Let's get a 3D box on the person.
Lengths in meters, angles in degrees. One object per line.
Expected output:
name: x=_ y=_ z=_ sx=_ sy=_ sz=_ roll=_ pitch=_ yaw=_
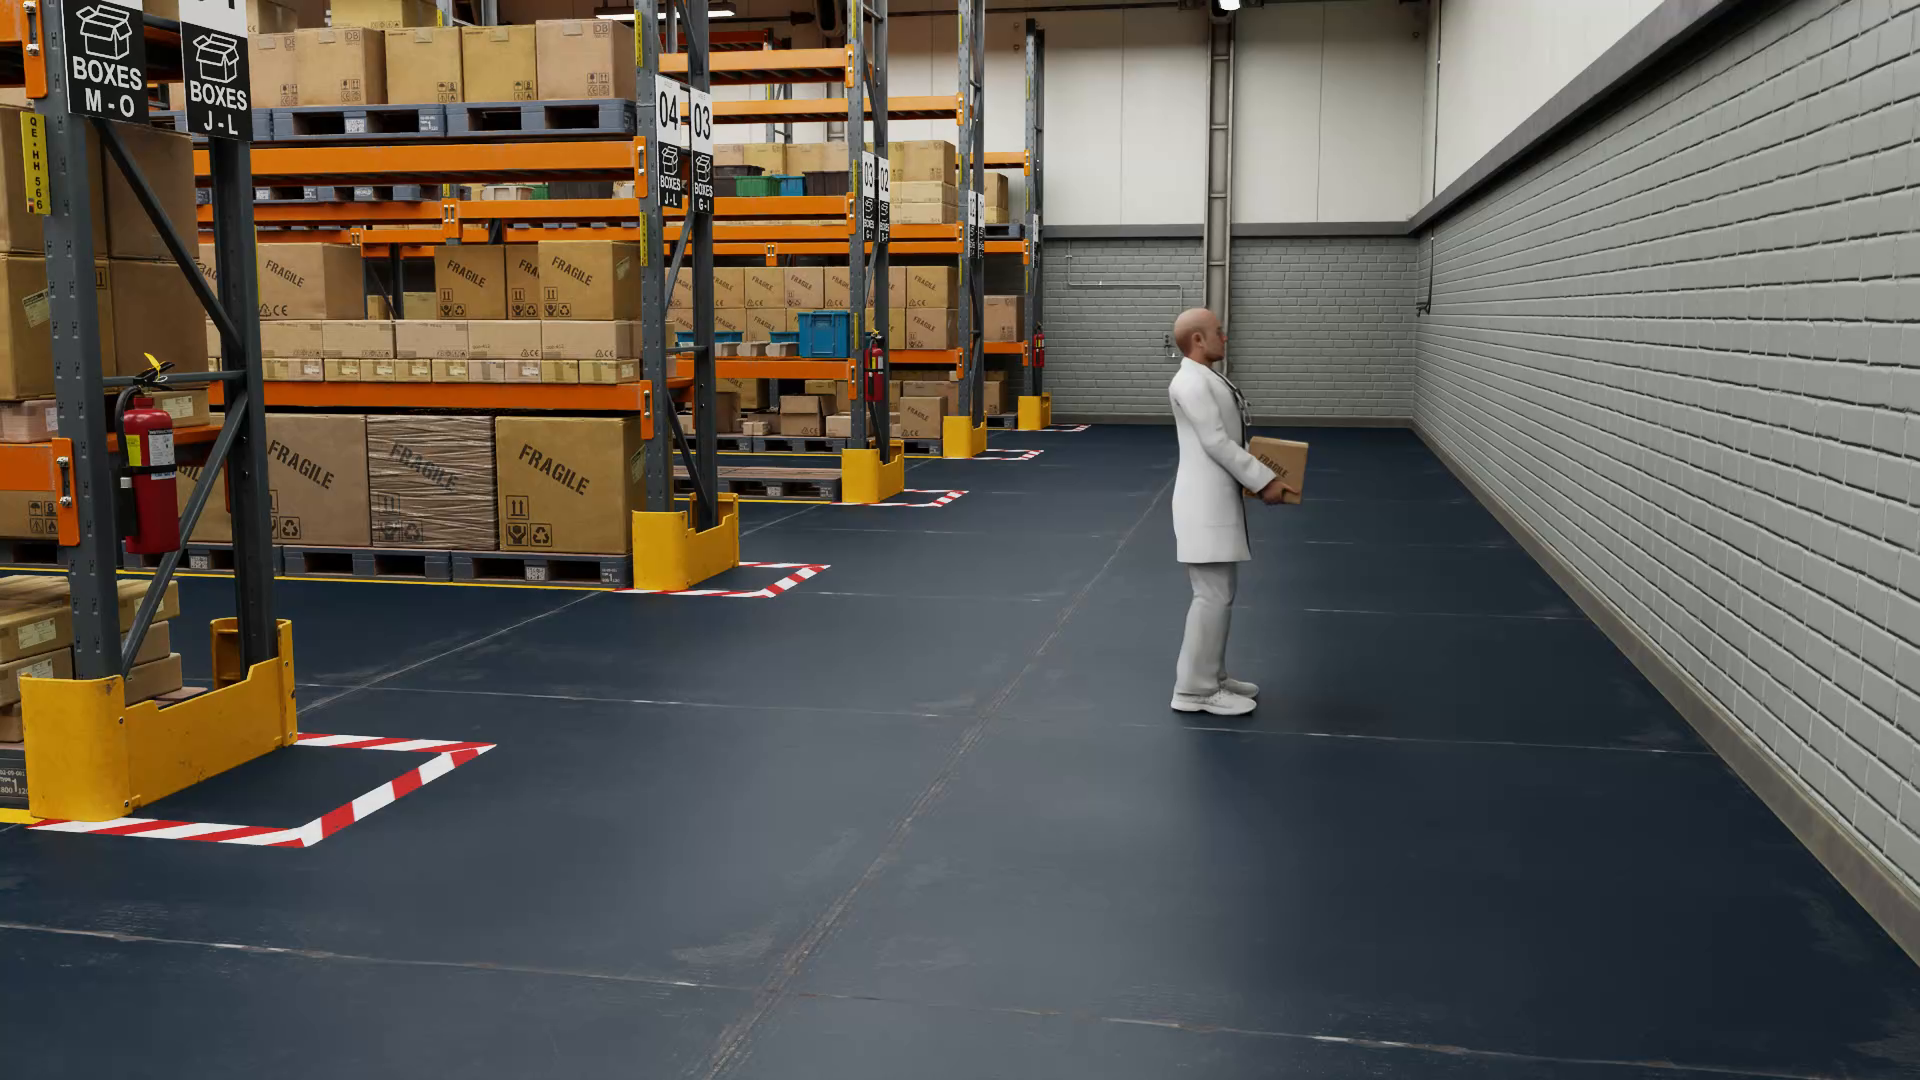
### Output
person: x=1.210 y=-0.133 z=7.360 sx=0.563 sy=1.770 sz=0.529 roll=2 pitch=8 yaw=12
